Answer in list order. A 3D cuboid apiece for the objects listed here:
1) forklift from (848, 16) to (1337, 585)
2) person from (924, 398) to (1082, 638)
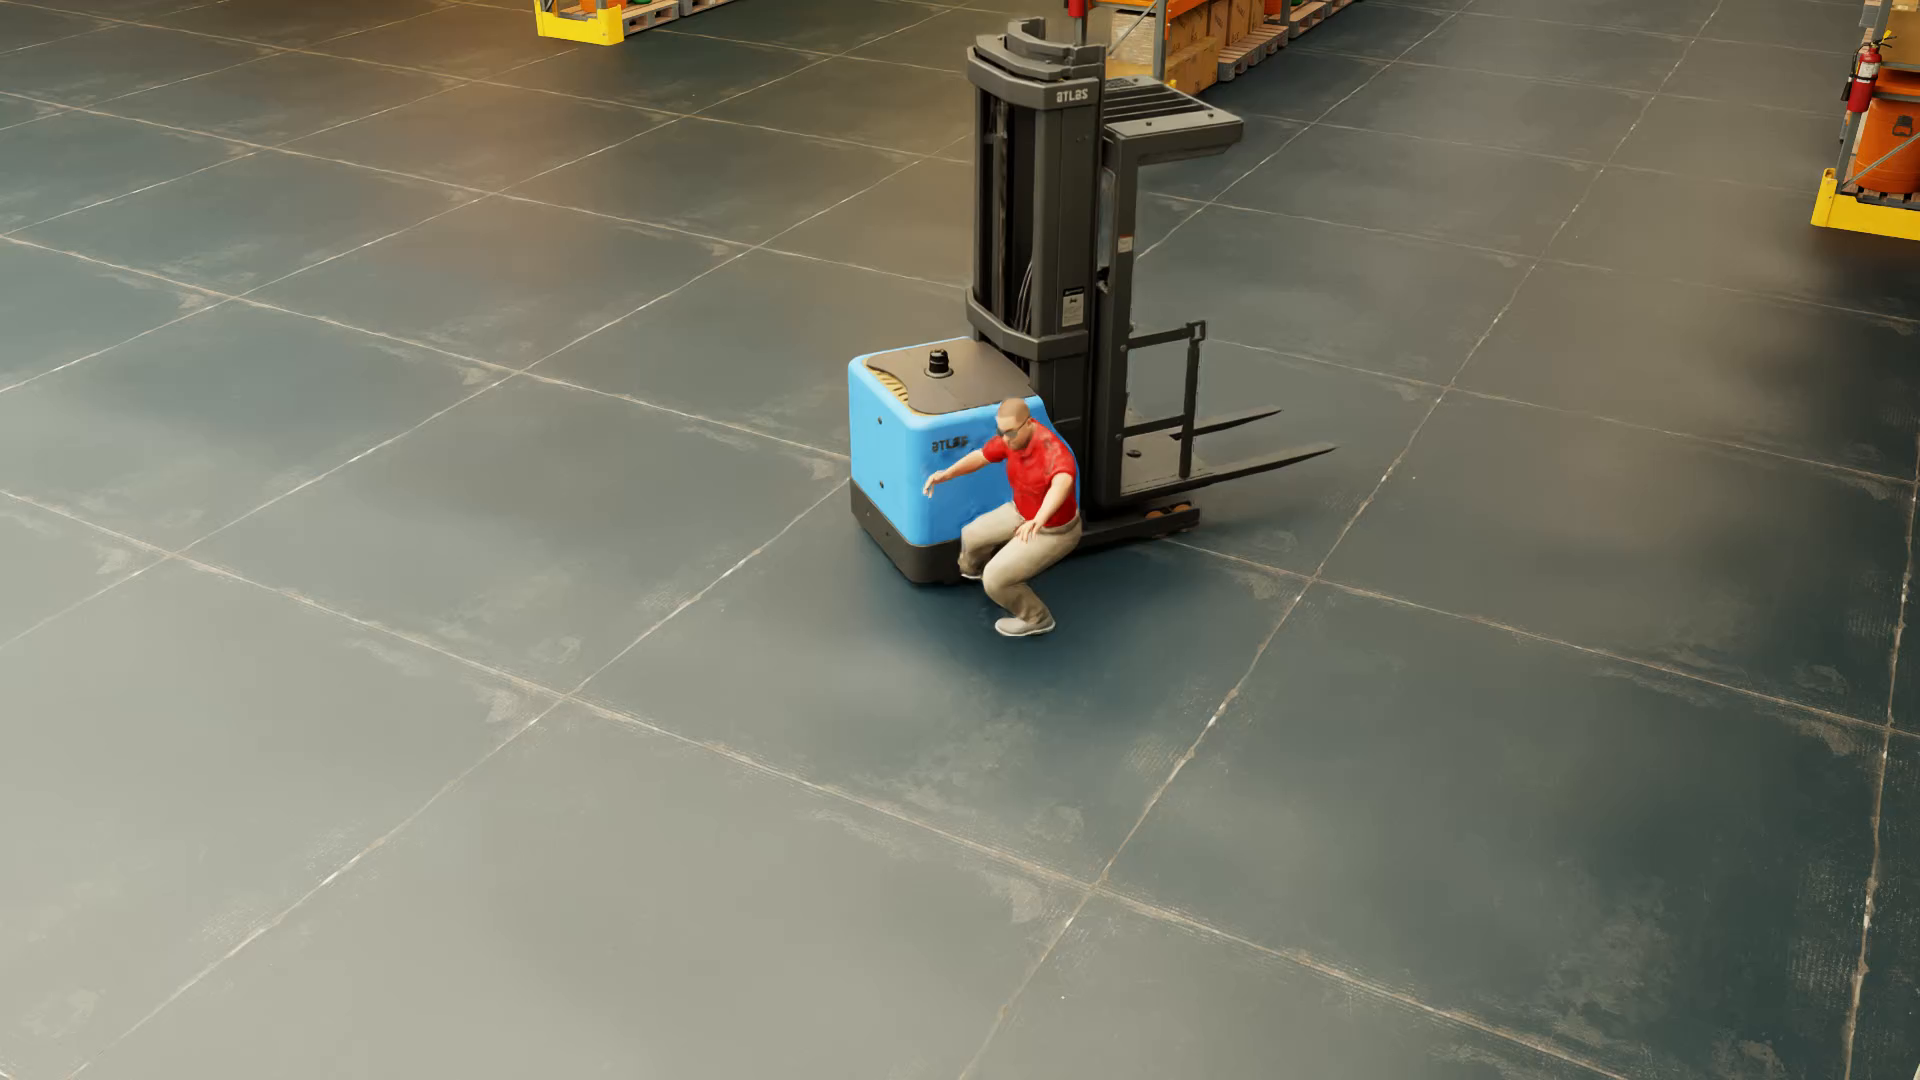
[{"bbox_3d":[0.892,-1.502,9.673,3.031,2.935,1.130,-13,32,-21],"label":"forklift"},{"bbox_3d":[0.237,-0.095,8.714,0.791,1.469,1.567,-14,33,-23],"label":"person"}]
